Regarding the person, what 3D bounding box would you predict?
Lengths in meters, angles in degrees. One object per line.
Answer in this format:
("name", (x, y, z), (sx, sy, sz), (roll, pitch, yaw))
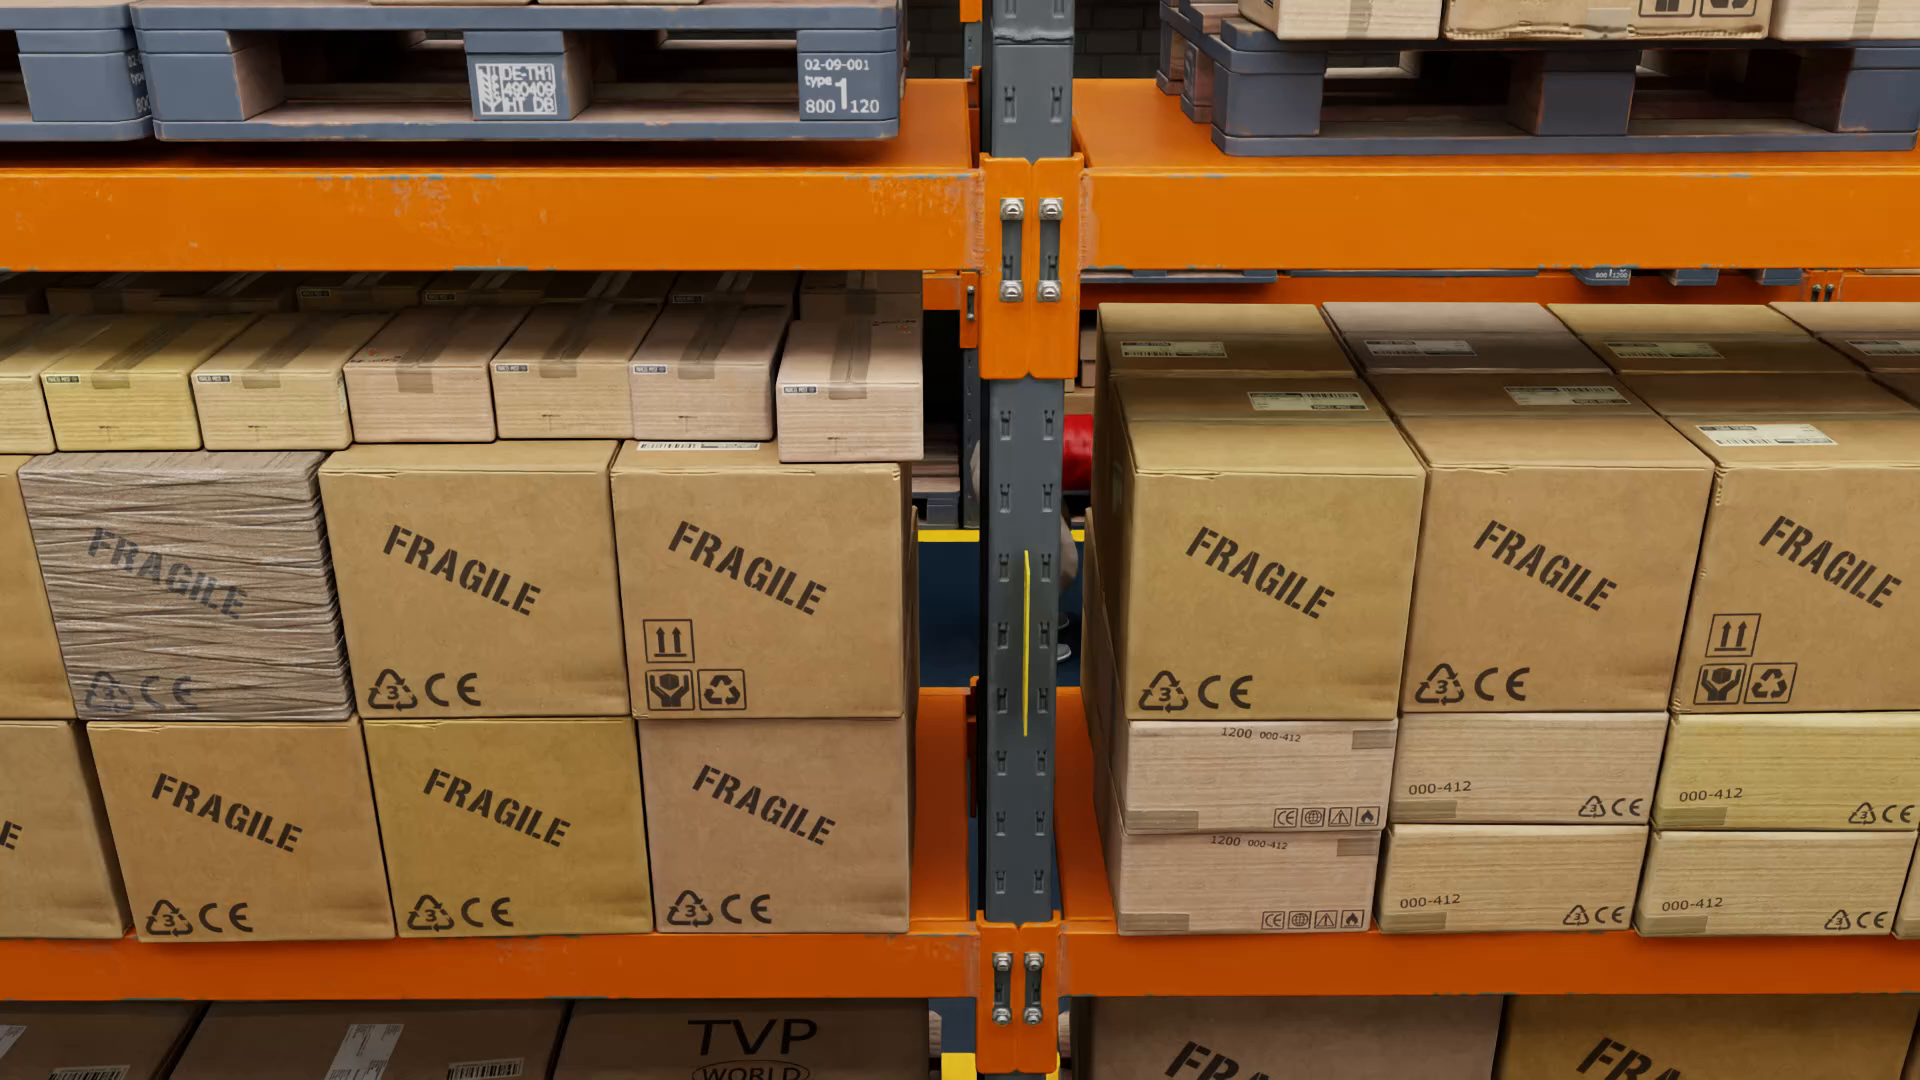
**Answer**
("person", (0.524, -0.035, 7.040), (0.963, 1.049, 0.509), (-1, 24, -3))
